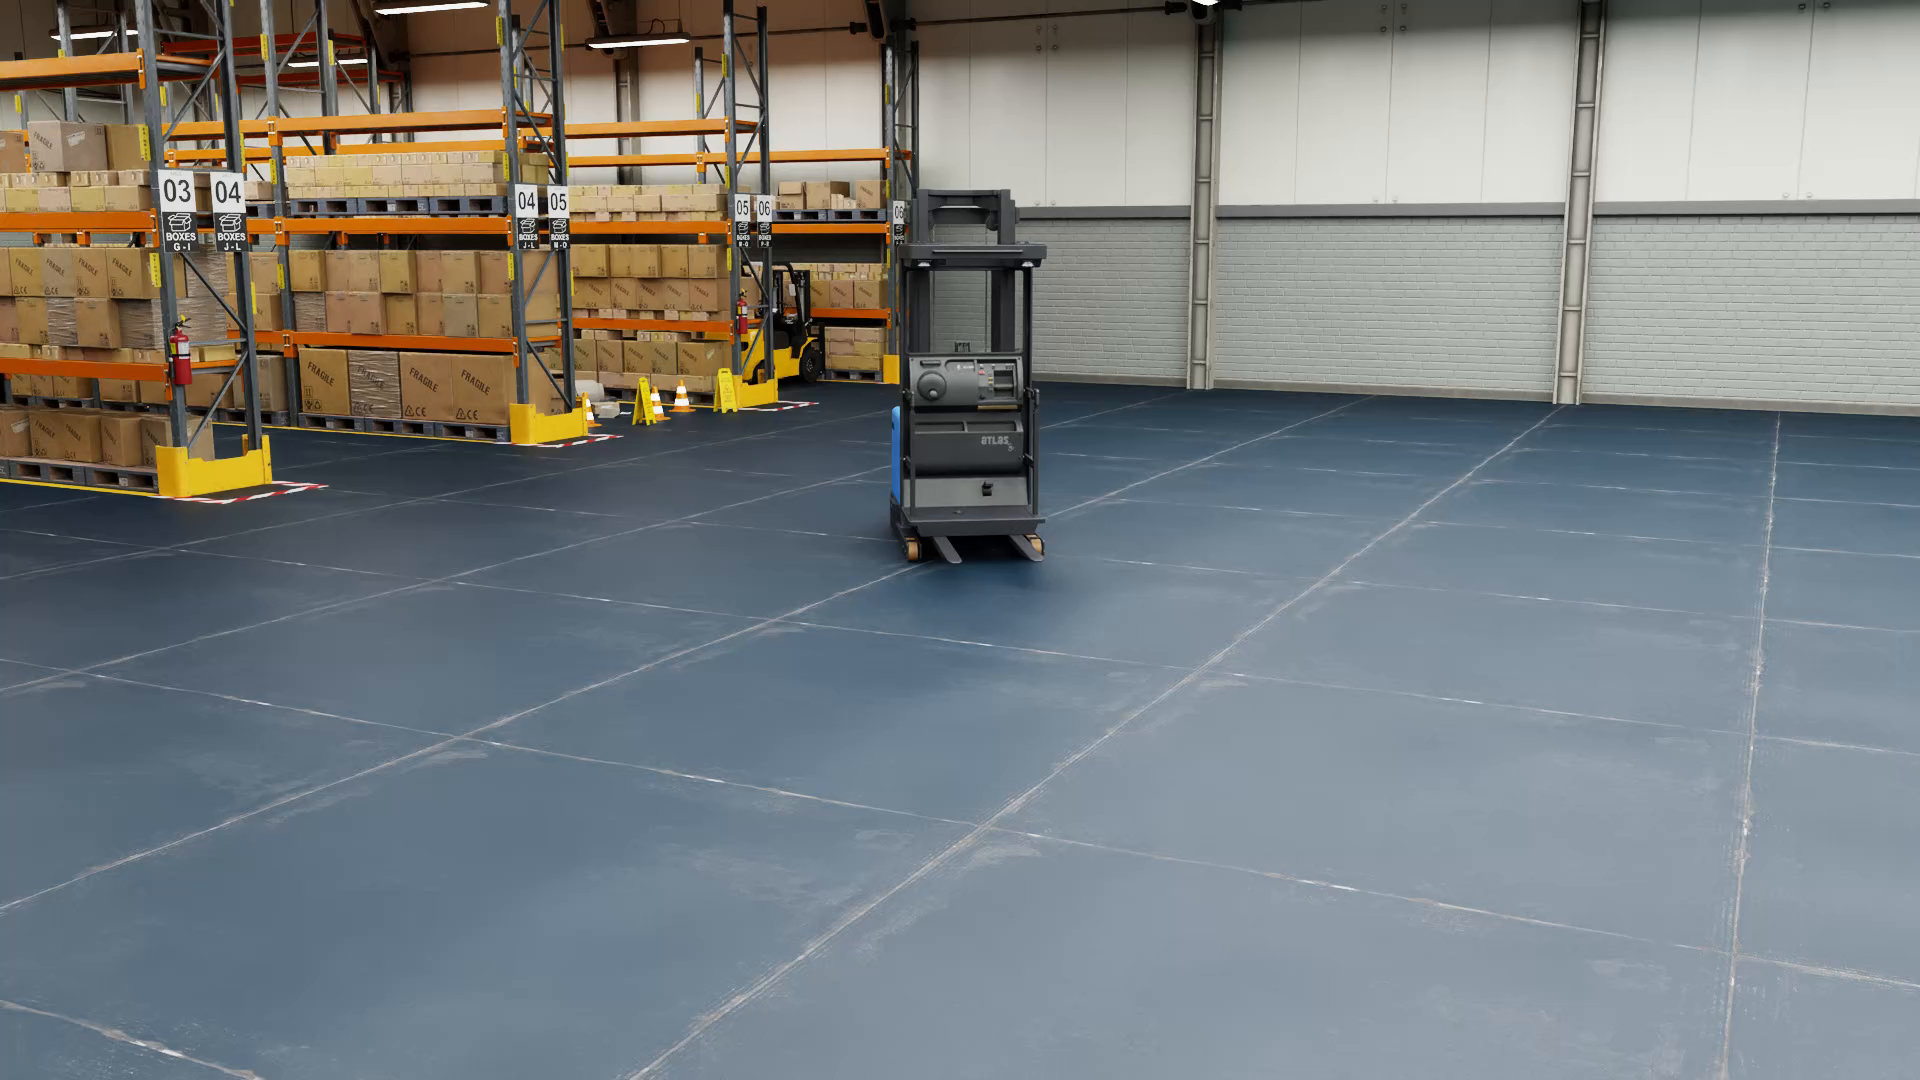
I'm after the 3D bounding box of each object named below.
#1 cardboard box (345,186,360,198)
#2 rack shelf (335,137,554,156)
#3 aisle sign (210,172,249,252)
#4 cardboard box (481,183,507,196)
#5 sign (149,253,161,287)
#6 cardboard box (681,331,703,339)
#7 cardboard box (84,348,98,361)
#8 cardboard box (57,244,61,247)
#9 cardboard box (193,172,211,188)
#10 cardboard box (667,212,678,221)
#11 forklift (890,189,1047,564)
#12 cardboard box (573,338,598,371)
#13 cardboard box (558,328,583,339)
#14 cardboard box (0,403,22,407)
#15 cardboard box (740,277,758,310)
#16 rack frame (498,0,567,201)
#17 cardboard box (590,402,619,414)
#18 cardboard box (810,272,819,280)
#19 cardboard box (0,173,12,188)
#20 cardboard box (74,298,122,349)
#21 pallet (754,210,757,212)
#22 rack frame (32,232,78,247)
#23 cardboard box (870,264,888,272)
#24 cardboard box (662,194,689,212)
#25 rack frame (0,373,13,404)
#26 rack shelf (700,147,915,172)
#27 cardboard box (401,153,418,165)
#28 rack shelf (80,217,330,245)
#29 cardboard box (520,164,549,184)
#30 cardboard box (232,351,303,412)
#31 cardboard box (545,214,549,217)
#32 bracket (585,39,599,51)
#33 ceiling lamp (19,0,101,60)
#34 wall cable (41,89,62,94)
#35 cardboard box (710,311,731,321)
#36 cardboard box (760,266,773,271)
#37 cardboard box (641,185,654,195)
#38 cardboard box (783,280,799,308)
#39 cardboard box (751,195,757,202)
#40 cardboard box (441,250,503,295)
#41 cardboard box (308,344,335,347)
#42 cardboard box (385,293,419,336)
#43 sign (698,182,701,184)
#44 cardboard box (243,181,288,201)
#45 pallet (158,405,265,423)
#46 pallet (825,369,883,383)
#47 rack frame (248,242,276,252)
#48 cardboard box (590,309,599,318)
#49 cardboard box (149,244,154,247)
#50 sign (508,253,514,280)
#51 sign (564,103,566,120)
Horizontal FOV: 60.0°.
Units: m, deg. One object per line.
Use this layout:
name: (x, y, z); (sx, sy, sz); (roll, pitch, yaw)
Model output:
cardboard box: (-7.798, -4.540, 21.718); (0.250, 0.149, 0.380); (5, 11, 25)
rack shelf: (-8.581, -6.452, 27.757); (4.000, 0.370, 1.077); (5, 11, 26)
aisle sign: (-7.397, -3.318, 16.841); (0.004, 0.787, 0.394); (5, 11, 26)
cardboard box: (-5.748, -4.360, 20.722); (0.250, 0.149, 0.380); (5, 11, 26)
sign: (-7.849, -2.634, 16.222); (0.005, 0.325, 0.100); (5, 11, 26)
cardboard box: (-5.068, -3.764, 32.094); (0.625, 0.625, 0.875); (6, 12, 28)
cardboard box: (-8.827, -1.941, 17.239); (0.250, 0.149, 0.380); (5, 11, 26)
cardboard box: (-17.087, -5.618, 31.940); (0.250, 0.149, 0.380); (5, 12, 27)
cardboard box: (-7.730, -3.653, 16.869); (0.250, 0.149, 0.380); (5, 11, 25)
cardboard box: (-4.303, -4.986, 25.637); (0.250, 0.149, 0.380); (5, 11, 26)
forklift: (0.079, -1.332, 13.359); (1.130, 2.935, 3.031); (-1, 10, -7)
cardboard box: (-5.893, -2.986, 26.744); (0.500, 0.500, 0.500); (6, 12, 28)
cardboard box: (-6.293, -3.326, 26.801); (0.250, 0.149, 0.380); (5, 11, 27)
cardboard box: (-10.832, -1.250, 18.552); (0.500, 0.500, 0.500); (5, 11, 24)
cardboard box: (-3.503, -3.856, 25.995); (0.500, 0.500, 0.500); (5, 11, 25)
rack frame: (-5.300, -5.732, 20.633); (0.127, 3.000, 1.000); (5, 11, 26)
cardboard box: (-5.269, -1.956, 24.621); (0.380, 0.149, 0.250); (-7, 12, -33)
cardboard box: (-2.604, -4.820, 30.335); (0.250, 0.149, 0.380); (5, 11, 26)
cardboard box: (-9.831, -3.738, 17.339); (0.250, 0.149, 0.380); (5, 11, 25)
cardboard box: (-8.568, -2.259, 17.175); (0.500, 0.500, 0.875); (5, 11, 26)
pallet: (-3.818, -6.056, 31.095); (1.213, 0.211, 1.003); (5, 11, 26)
rack frame: (-17.549, -4.839, 32.546); (0.127, 3.000, 1.000); (5, 11, 26)
cardboard box: (-1.422, -4.881, 29.838); (0.250, 0.149, 0.380); (5, 11, 26)
cardboard box: (-4.223, -5.166, 25.516); (0.500, 0.250, 0.500); (5, 11, 25)
rack frame: (-11.173, -2.311, 18.576); (0.127, 3.000, 1.000); (5, 11, 26)
rack shelf: (-2.801, -6.930, 30.398); (4.000, 0.370, 1.077); (5, 11, 26)
cardboard box: (-6.892, -4.853, 21.206); (0.250, 0.149, 0.380); (5, 11, 25)
rack shelf: (-10.681, -4.375, 23.577); (4.000, 0.370, 1.077); (5, 11, 26)
cardboard box: (-5.619, -4.663, 21.277); (0.500, 0.250, 0.500); (5, 11, 26)
cardboard box: (-9.484, -2.229, 23.263); (0.750, 0.750, 1.050); (5, 11, 26)
cardboard box: (-6.408, -5.152, 26.559); (0.250, 0.149, 0.380); (5, 11, 26)
bracket: (-7.143, -9.742, 32.685); (0.430, 0.232, 0.235); (5, 11, 26)
ceiling lamp: (-18.790, -11.296, 34.986); (0.800, 3.185, 2.000); (5, 11, 26)
wall cable: (-21.173, -8.775, 37.341); (0.133, 3.039, 2.988); (5, 11, 26)
cardboard box: (-3.631, -3.450, 25.576); (0.250, 0.149, 0.380); (5, 12, 28)
cardboard box: (-3.503, -5.051, 30.780); (0.250, 0.149, 0.380); (5, 11, 25)
cardboard box: (-4.730, -5.420, 25.797); (0.250, 0.149, 0.380); (5, 11, 24)
cardboard box: (-2.942, -4.538, 30.601); (0.500, 0.500, 0.500); (5, 11, 26)
cardboard box: (-3.957, -6.270, 30.820); (0.500, 0.311, 0.500); (5, 12, 27)
cardboard box: (-6.150, -3.449, 21.412); (0.550, 0.550, 0.875); (5, 11, 26)
cardboard box: (-10.957, -3.438, 29.589); (0.875, 0.875, 0.875); (5, 11, 25)
cardboard box: (-7.096, -3.015, 22.045); (0.500, 0.550, 0.875); (5, 11, 26)
sign: (-4.826, -6.484, 30.879); (0.005, 0.325, 0.100); (5, 11, 26)
cardboard box: (-9.592, -4.783, 22.775); (0.500, 0.250, 0.500); (5, 11, 26)
pallet: (-10.711, -1.868, 23.957); (1.213, 0.211, 1.003); (5, 11, 26)
pallet: (-1.712, -3.053, 30.506); (1.213, 0.211, 1.003); (5, 11, 26)
rack frame: (-15.356, -5.632, 36.928); (0.127, 3.000, 1.000); (5, 11, 26)
cardboard box: (-5.687, -3.625, 26.543); (0.250, 0.149, 0.380); (5, 11, 26)
cardboard box: (-14.787, -5.417, 30.830); (0.250, 0.149, 0.380); (5, 11, 26)
sign: (-5.553, -3.381, 20.570); (0.005, 0.325, 0.100); (5, 11, 26)
sign: (-7.940, -8.580, 33.304); (0.005, 0.325, 0.100); (5, 11, 26)
